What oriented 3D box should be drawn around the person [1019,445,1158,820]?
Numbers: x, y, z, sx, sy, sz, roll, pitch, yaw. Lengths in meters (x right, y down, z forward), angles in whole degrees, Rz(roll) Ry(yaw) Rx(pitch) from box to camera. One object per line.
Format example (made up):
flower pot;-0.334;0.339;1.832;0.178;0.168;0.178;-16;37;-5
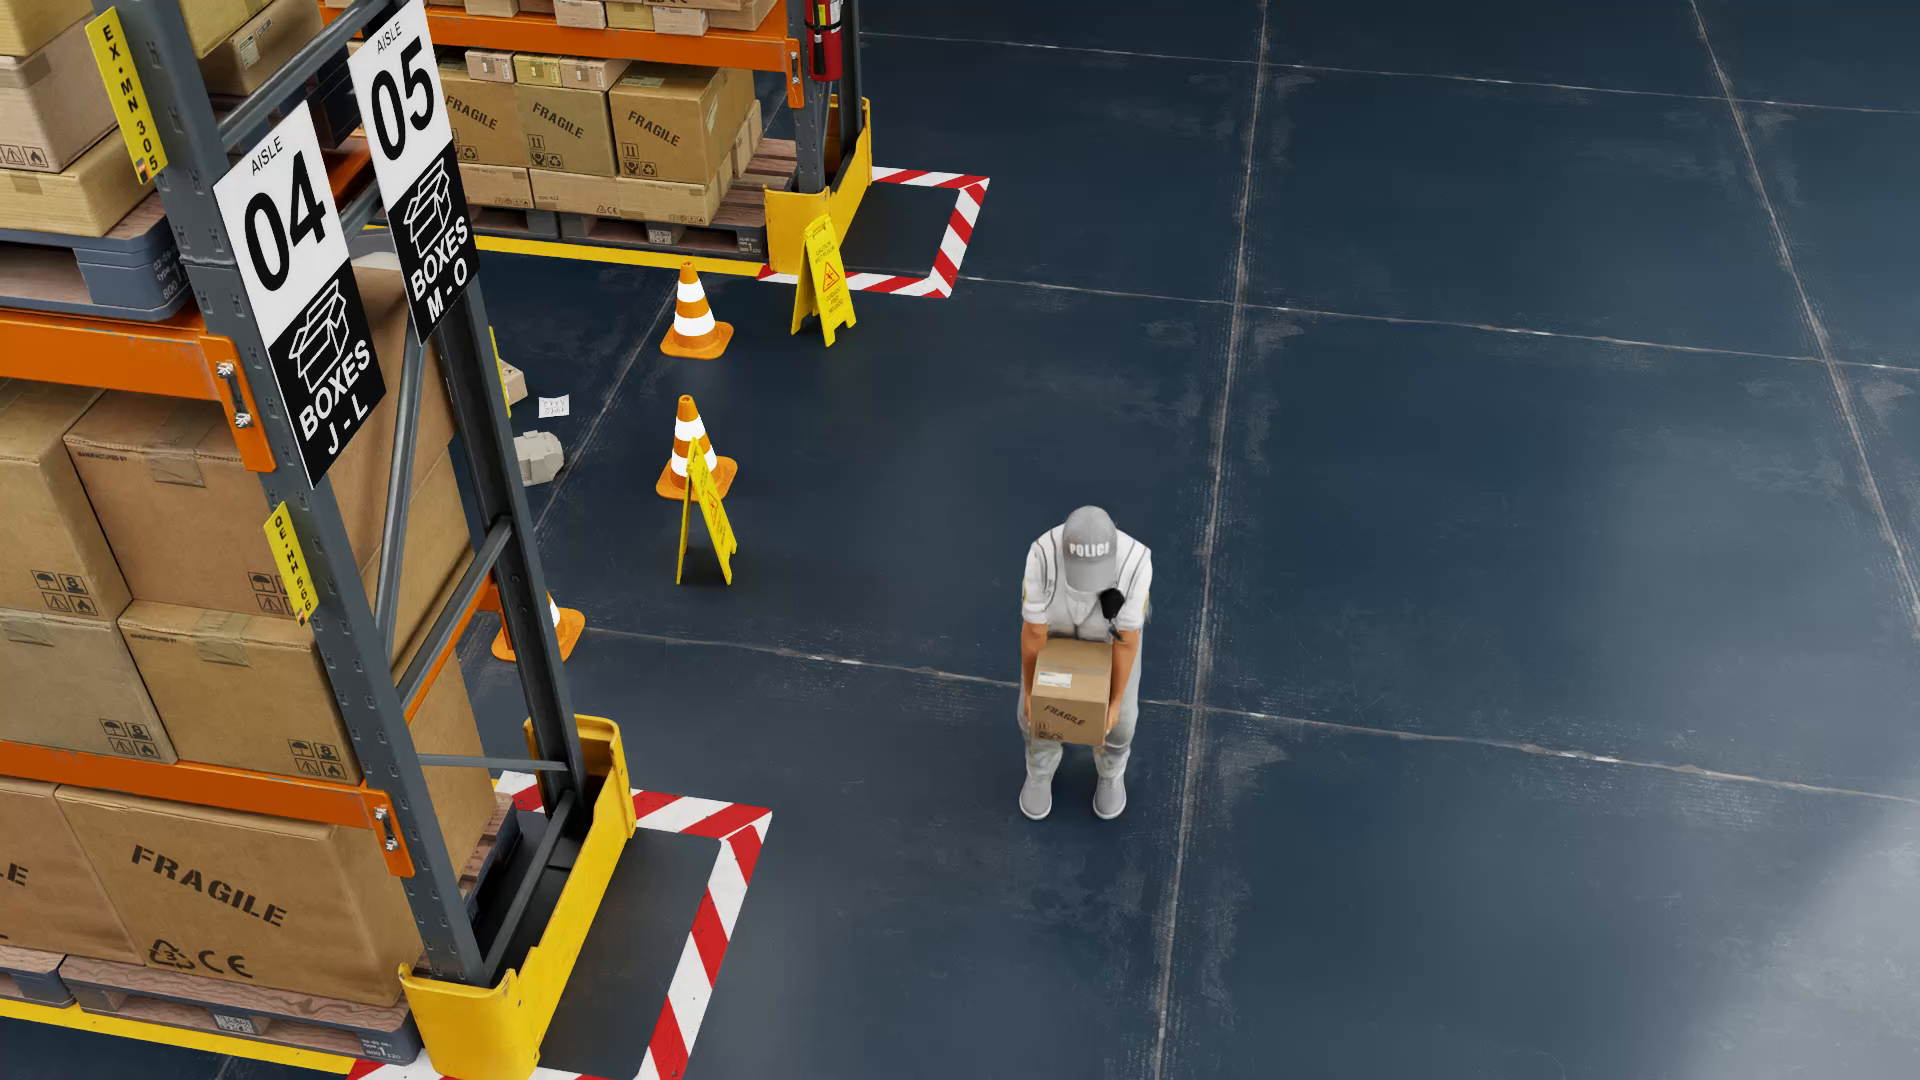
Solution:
person;0.430;0.341;5.776;0.452;1.655;0.563;6;41;7
